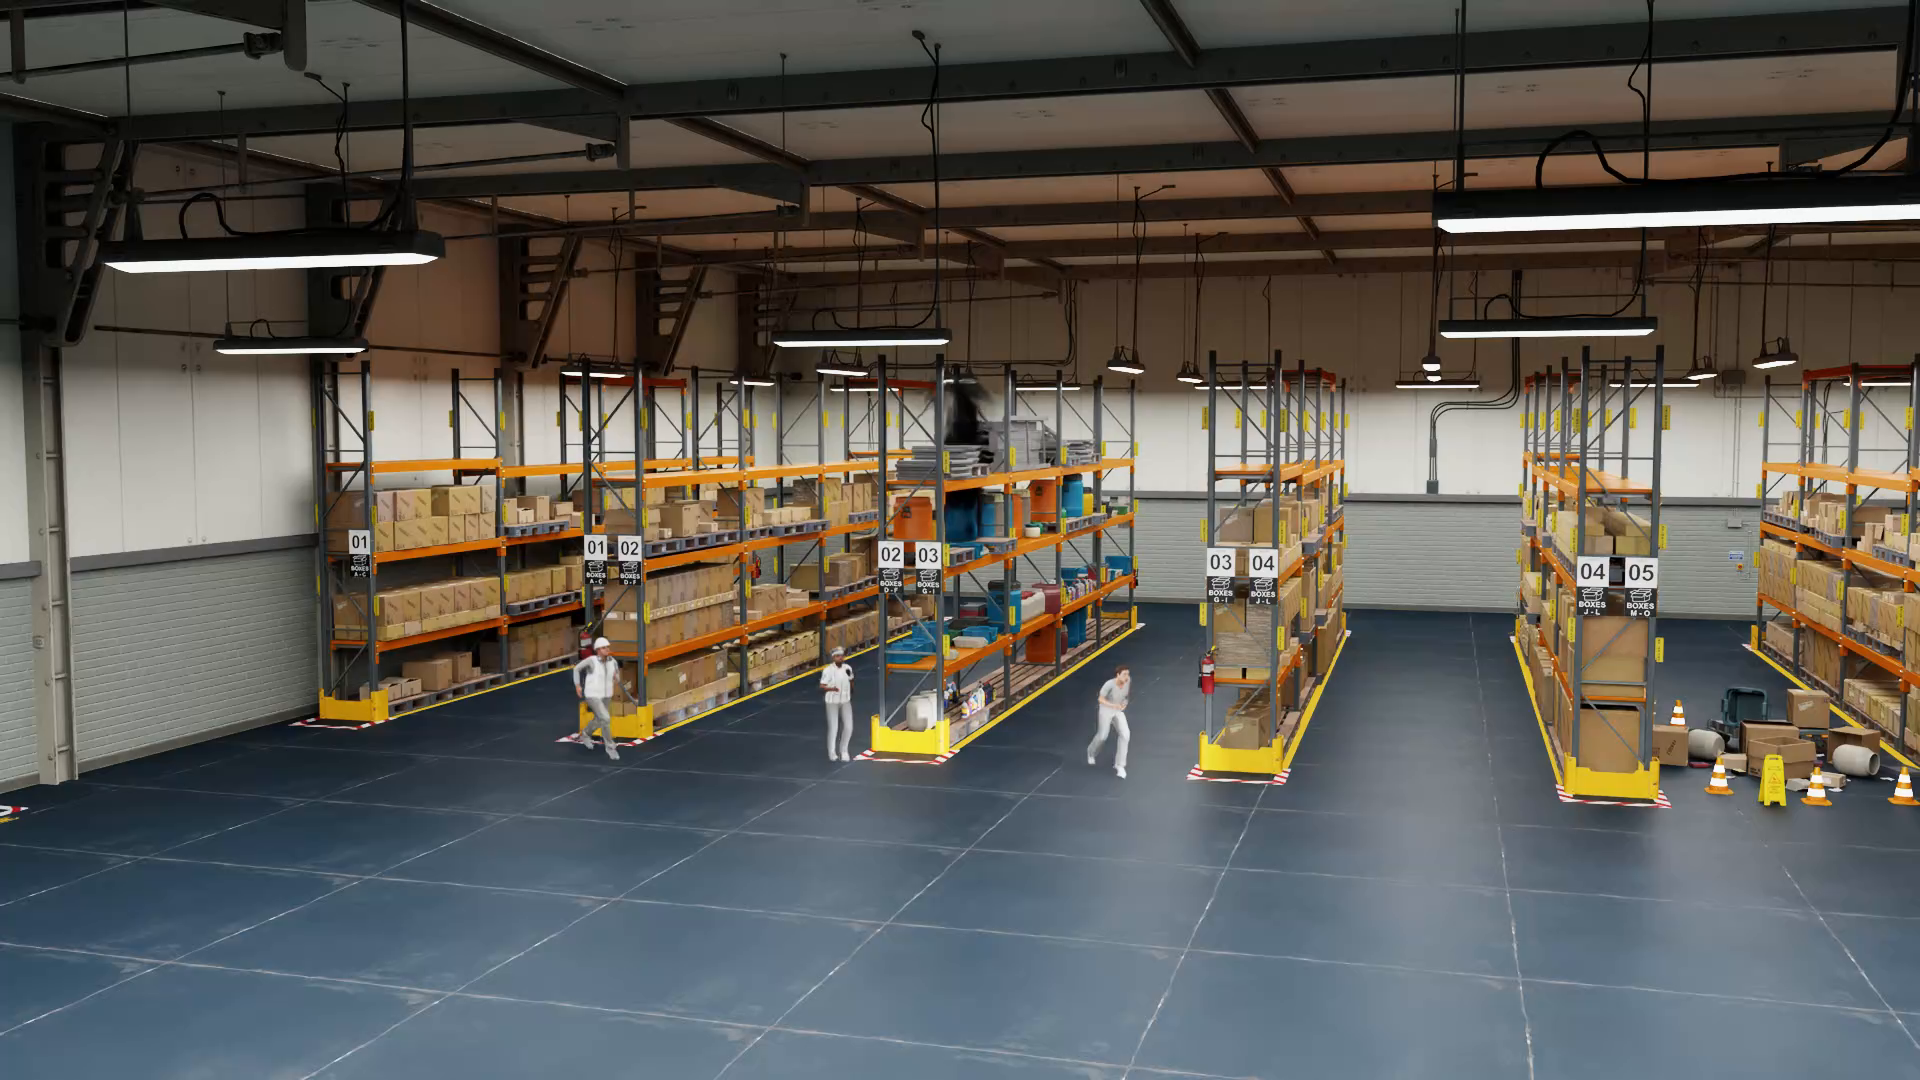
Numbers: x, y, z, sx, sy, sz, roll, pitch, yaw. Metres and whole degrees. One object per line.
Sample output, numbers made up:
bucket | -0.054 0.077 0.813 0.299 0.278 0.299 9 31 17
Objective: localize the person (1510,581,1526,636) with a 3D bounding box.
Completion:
person | 13.221 1.410 38.670 0.768 1.725 0.705 0 4 1

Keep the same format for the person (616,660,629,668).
person | -6.258 1.978 31.117 0.506 1.592 0.662 0 4 2

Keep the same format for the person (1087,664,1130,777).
person | 2.124 2.536 23.784 0.606 1.625 0.957 -2 5 -31

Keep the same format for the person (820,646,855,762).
person | -1.773 2.426 24.494 0.579 1.738 0.610 -1 4 -20

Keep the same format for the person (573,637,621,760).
person | -5.401 2.348 24.849 0.952 1.812 0.678 4 5 42
